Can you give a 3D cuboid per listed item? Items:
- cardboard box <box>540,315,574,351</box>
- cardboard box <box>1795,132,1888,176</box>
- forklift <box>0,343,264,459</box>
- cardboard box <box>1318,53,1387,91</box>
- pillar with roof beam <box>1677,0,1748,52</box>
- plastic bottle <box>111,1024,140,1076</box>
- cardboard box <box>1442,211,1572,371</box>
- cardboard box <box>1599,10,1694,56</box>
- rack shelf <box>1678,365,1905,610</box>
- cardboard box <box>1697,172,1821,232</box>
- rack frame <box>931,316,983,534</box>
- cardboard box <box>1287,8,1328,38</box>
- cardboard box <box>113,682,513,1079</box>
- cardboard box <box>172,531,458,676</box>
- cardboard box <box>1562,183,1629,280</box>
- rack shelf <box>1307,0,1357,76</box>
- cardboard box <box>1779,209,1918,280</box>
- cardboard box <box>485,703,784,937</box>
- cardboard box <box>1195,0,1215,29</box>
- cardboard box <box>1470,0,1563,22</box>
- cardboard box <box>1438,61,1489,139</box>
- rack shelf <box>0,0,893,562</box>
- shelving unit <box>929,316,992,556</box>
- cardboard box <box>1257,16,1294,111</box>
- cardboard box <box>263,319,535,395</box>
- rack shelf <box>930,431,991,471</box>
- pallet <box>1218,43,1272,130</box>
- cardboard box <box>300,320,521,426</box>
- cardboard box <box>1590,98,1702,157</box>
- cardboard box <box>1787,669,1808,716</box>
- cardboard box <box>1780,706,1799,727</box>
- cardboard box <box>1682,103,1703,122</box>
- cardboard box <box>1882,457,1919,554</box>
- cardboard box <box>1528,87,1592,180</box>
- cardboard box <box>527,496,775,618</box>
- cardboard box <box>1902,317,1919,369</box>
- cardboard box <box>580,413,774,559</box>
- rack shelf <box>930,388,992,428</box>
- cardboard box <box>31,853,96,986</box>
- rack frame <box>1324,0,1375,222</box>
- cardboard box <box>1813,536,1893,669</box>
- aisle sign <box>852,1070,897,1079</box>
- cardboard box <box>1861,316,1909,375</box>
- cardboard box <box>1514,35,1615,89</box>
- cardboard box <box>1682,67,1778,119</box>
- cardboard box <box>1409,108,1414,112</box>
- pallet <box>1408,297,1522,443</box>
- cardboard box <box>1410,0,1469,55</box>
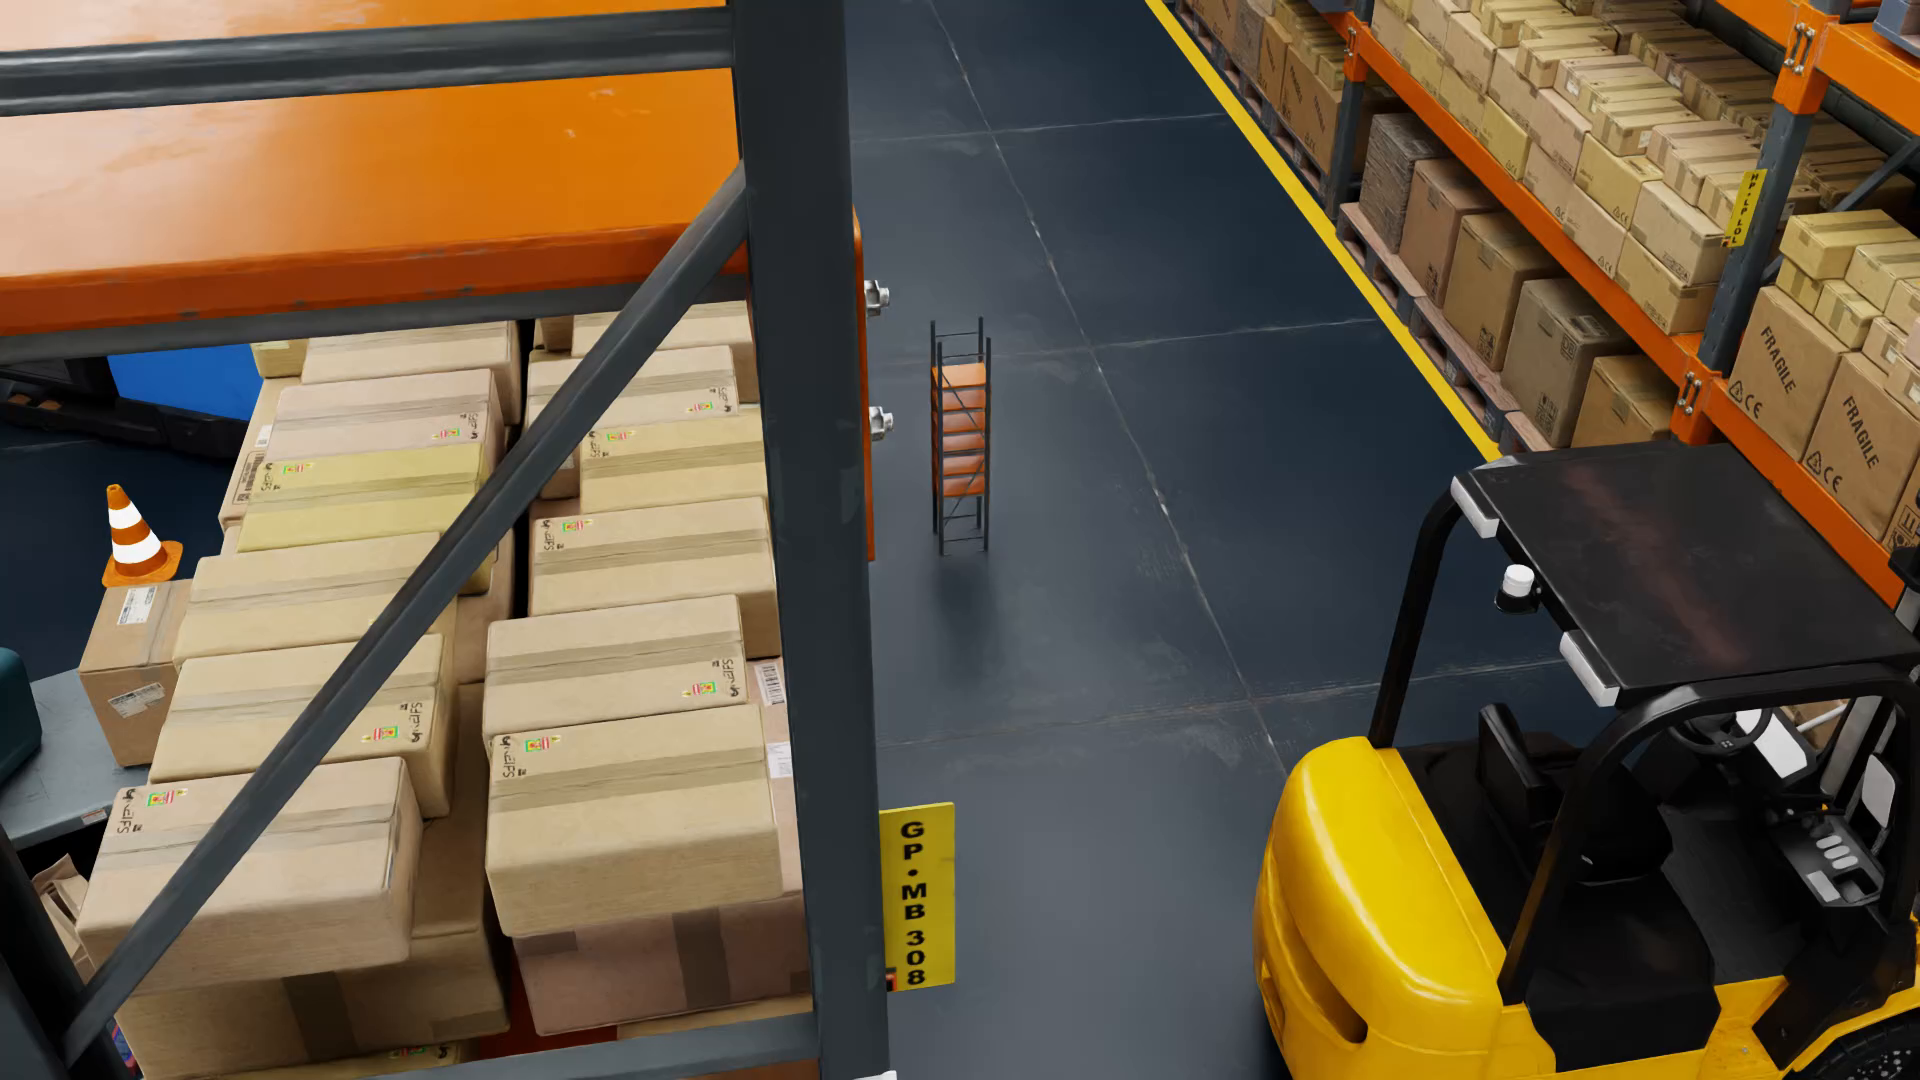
[{"bbox_3d":[-0.687,-0.538,3.507,0.380,0.149,0.250,-5,38,-7],"label":"cardboard box"},{"bbox_3d":[3.749,-1.629,7.192,0.380,0.149,0.250,-7,38,-9],"label":"cardboard box"},{"bbox_3d":[-4.623,-2.033,8.378,3.031,2.935,1.130,11,39,13],"label":"forklift"},{"bbox_3d":[2.558,-3.053,10.801,0.380,0.149,0.250,-8,39,-10],"label":"cardboard box"},{"bbox_3d":[-0.229,-4.562,6.687,9.100,9.000,0.400,-6,38,-8],"label":"pillar with roof beam"},{"bbox_3d":[-2.911,1.747,5.851,0.133,0.061,0.283,0,38,0],"label":"plastic bottle"},{"bbox_3d":[3.230,-1.396,9.095,0.875,0.625,0.625,-8,39,-10],"label":"cardboard box"},{"bbox_3d":[3.438,-2.542,8.367,0.380,0.149,0.250,-5,38,-7],"label":"cardboard box"},{"bbox_3d":[3.945,0.561,5.569,1.077,0.370,4.000,-6,38,-8],"label":"rack shelf"},{"bbox_3d":[3.316,-1.409,6.908,0.380,0.149,0.250,-5,38,-6],"label":"cardboard box"},{"bbox_3d":[-0.013,-0.520,7.842,0.240,1.200,0.006,-6,38,-8],"label":"rack frame"},{"bbox_3d":[2.475,-3.542,11.431,0.380,0.149,0.250,-5,38,-7],"label":"cardboard box"},{"bbox_3d":[-0.945,0.499,2.498,0.500,0.250,0.500,-7,38,-9],"label":"cardboard box"},{"bbox_3d":[-1.010,0.137,2.639,0.380,0.149,0.250,-7,38,-8],"label":"cardboard box"},{"bbox_3d":[3.155,-1.451,7.694,0.500,0.250,0.500,-6,38,-8],"label":"cardboard box"},{"bbox_3d":[2.543,-4.271,11.788,1.077,0.370,4.000,-6,38,-8],"label":"rack shelf"},{"bbox_3d":[3.359,-1.119,6.293,0.380,0.149,0.250,-5,38,-7],"label":"cardboard box"},{"bbox_3d":[-0.452,0.385,2.320,0.380,0.149,0.250,-6,38,-8],"label":"cardboard box"},{"bbox_3d":[2.159,-4.304,12.941,0.500,0.500,0.500,-7,38,-9],"label":"cardboard box"},{"bbox_3d":[2.910,-2.799,8.698,0.380,0.149,0.250,-6,38,-7],"label":"cardboard box"},{"bbox_3d":[2.911,-2.378,8.889,0.500,0.250,0.500,-7,38,-9],"label":"cardboard box"},{"bbox_3d":[-0.941,-1.270,3.039,1.077,0.370,4.000,-6,38,-8],"label":"rack shelf"},{"bbox_3d":[0.003,-0.465,7.771,0.258,1.200,0.189,-6,38,-8],"label":"shelving unit"},{"bbox_3d":[2.436,-3.377,11.747,0.500,0.500,0.500,-5,38,-6],"label":"cardboard box"},{"bbox_3d":[-1.218,-0.423,3.684,0.500,0.250,0.500,-6,38,-8],"label":"cardboard box"},{"bbox_3d":[0.003,-0.430,7.798,0.258,0.103,0.180,-6,38,-8],"label":"rack shelf"},{"bbox_3d":[2.589,-3.436,12.400,1.003,0.211,1.213,-6,38,-8],"label":"pallet"},{"bbox_3d":[-1.060,-0.331,3.241,0.380,0.149,0.250,-7,38,-9],"label":"cardboard box"},{"bbox_3d":[3.086,-1.861,7.490,0.380,0.149,0.250,-7,38,-9],"label":"cardboard box"},{"bbox_3d":[3.466,0.421,6.654,0.500,0.250,0.500,-6,38,-8],"label":"cardboard box"},{"bbox_3d":[3.458,0.622,6.803,0.500,0.250,0.500,-7,38,-9],"label":"cardboard box"},{"bbox_3d":[3.601,-2.019,8.018,0.500,0.250,0.500,-7,38,-9],"label":"cardboard box"},{"bbox_3d":[3.613,-0.055,5.695,0.500,0.500,0.500,-7,38,-8],"label":"cardboard box"},{"bbox_3d":[3.076,-1.957,7.939,0.500,0.250,0.500,-6,38,-7],"label":"cardboard box"},{"bbox_3d":[-0.495,0.141,2.958,0.500,0.250,0.500,-7,38,-9],"label":"cardboard box"},{"bbox_3d":[3.491,-0.651,5.691,0.380,0.149,0.250,-5,38,-7],"label":"cardboard box"},{"bbox_3d":[-0.465,-0.083,2.922,0.380,0.149,0.250,-6,38,-8],"label":"cardboard box"},{"bbox_3d":[0.003,-0.620,7.651,0.258,0.103,0.180,-6,38,-8],"label":"rack shelf"},{"bbox_3d":[-3.262,1.408,6.121,0.396,0.266,0.258,27,45,30],"label":"cardboard box"},{"bbox_3d":[2.894,-3.347,10.013,1.000,3.000,0.127,-6,38,-8],"label":"rack frame"},{"bbox_3d":[3.450,0.230,6.492,0.500,0.250,0.500,-6,38,-8],"label":"cardboard box"},{"bbox_3d":[-0.274,0.999,2.300,0.394,0.787,0.004,-6,38,-8],"label":"aisle sign"},{"bbox_3d":[3.512,-0.695,5.989,0.380,0.149,0.250,-6,38,-8],"label":"cardboard box"},{"bbox_3d":[2.940,-2.329,8.093,0.380,0.149,0.250,-7,38,-9],"label":"cardboard box"},{"bbox_3d":[3.622,-2.085,7.779,0.380,0.149,0.250,-6,38,-8],"label":"cardboard box"},{"bbox_3d":[3.096,-2.810,11.017,0.500,0.500,0.500,-5,38,-6],"label":"cardboard box"},{"bbox_3d":[3.210,-1.009,9.276,1.003,0.211,1.213,-6,38,-8],"label":"pallet"},{"bbox_3d":[2.817,-2.888,9.137,0.500,0.250,0.500,-5,38,-7],"label":"cardboard box"}]
